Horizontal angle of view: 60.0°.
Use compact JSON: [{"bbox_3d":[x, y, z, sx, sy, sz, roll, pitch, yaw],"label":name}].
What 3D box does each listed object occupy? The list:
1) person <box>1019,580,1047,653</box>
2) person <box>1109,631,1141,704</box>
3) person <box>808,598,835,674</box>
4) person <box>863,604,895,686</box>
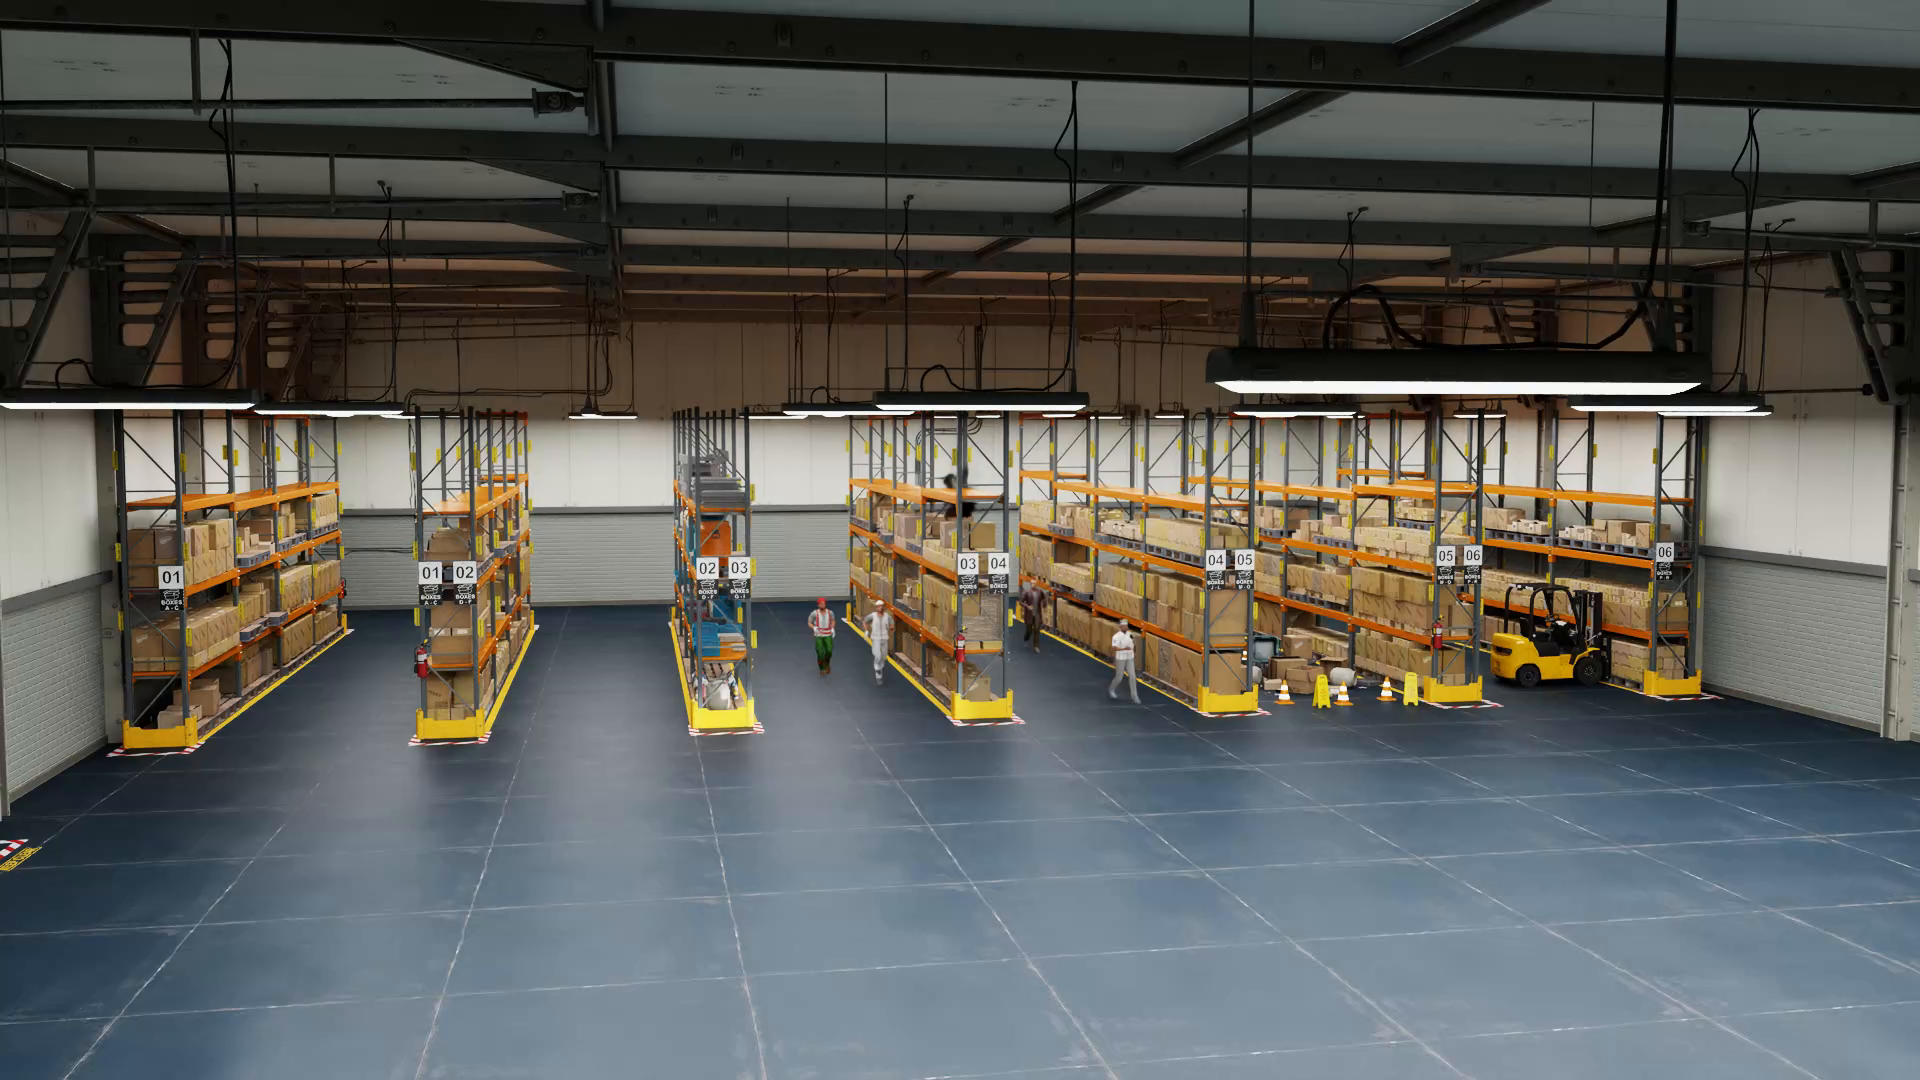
[{"bbox_3d":[1.822,1.880,41.558,0.734,1.799,0.933,-1,4,-13],"label":"person"},{"bbox_3d":[3.368,2.569,33.979,0.535,1.431,0.995,-2,4,-22],"label":"person"},{"bbox_3d":[-3.103,2.168,37.501,0.651,1.744,0.540,-1,4,-14],"label":"person"},{"bbox_3d":[-1.754,2.250,36.394,0.651,1.787,0.832,-1,4,-19],"label":"person"}]
